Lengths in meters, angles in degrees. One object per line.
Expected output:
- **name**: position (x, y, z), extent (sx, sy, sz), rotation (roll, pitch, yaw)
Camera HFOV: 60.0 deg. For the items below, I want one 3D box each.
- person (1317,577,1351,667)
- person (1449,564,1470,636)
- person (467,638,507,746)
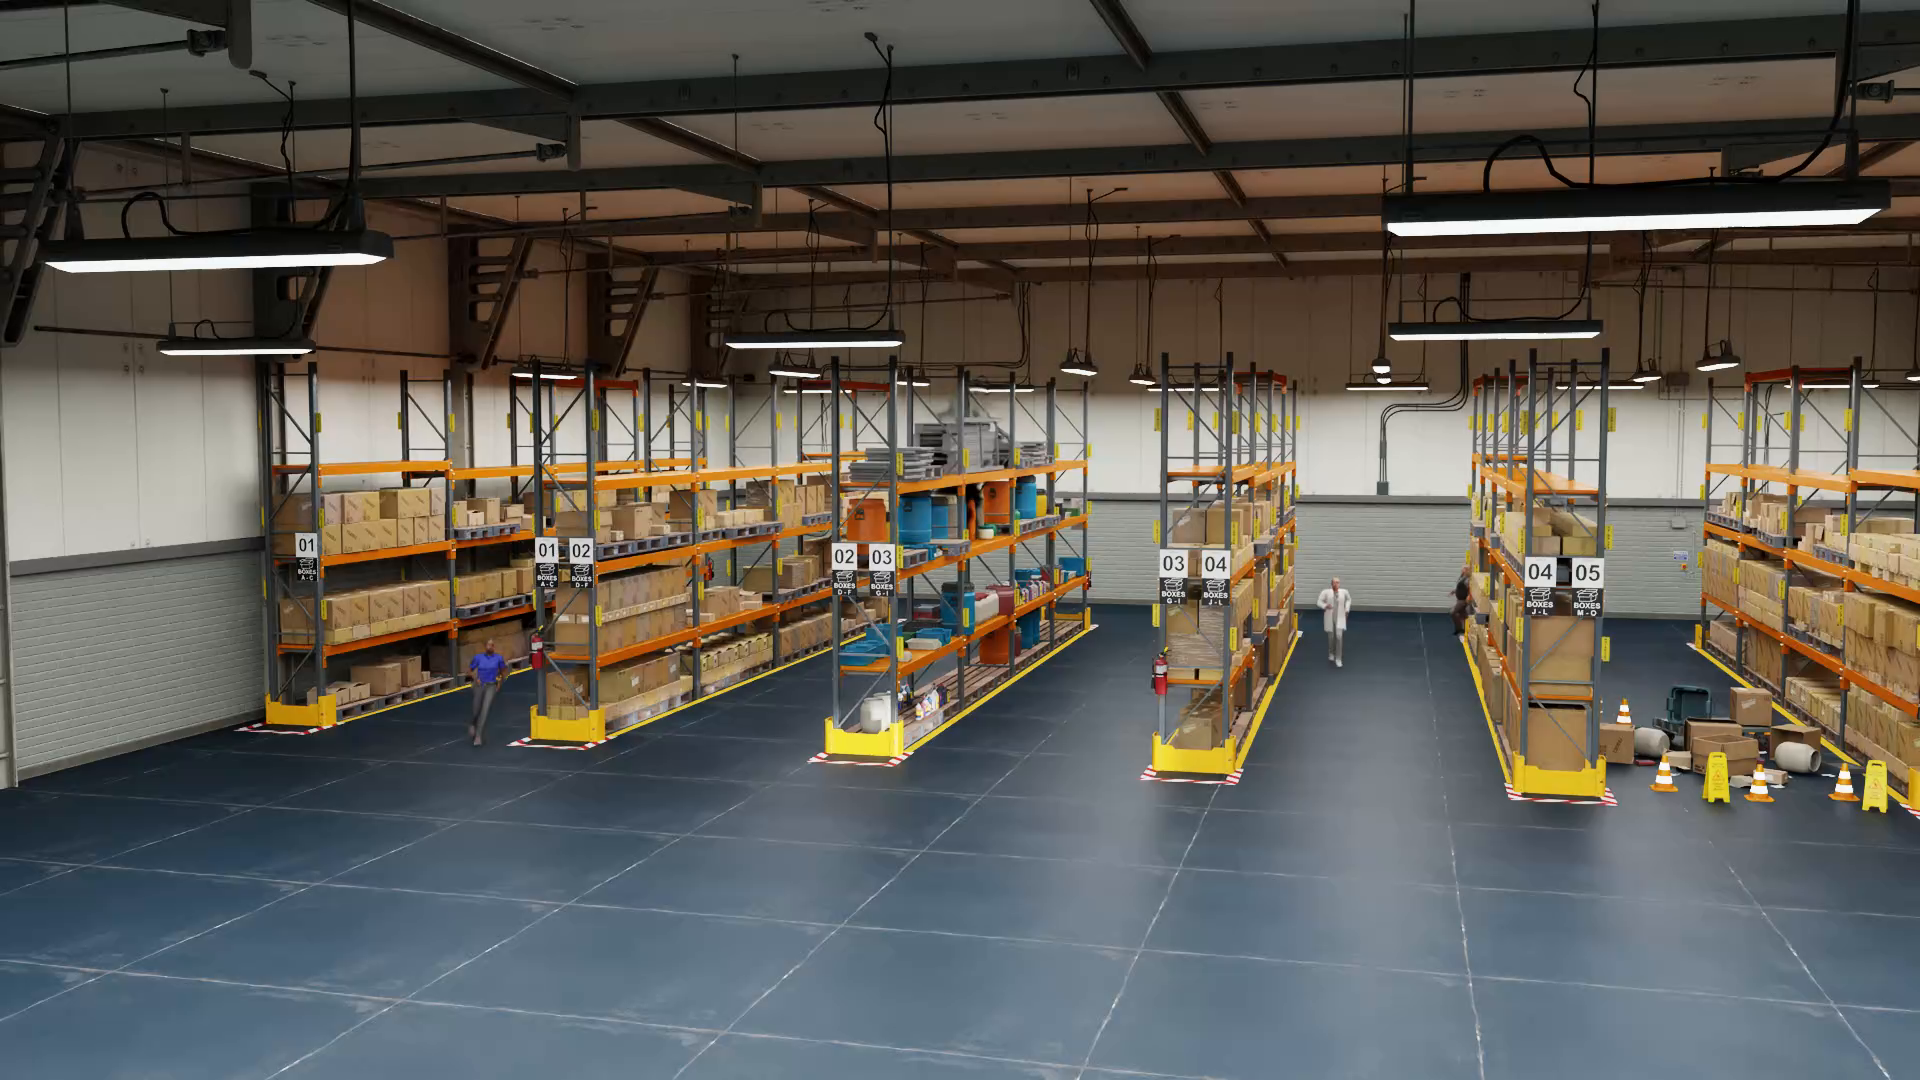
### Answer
- **person**: position (7.770, 1.685, 34.578), extent (0.690, 1.832, 0.893), rotation (1, 4, 13)
- **person**: position (11.822, 1.425, 39.045), extent (0.665, 1.722, 0.720), rotation (0, 4, -3)
- **person**: position (-7.435, 2.356, 26.179), extent (0.607, 1.635, 0.766), rotation (-1, 4, -18)
